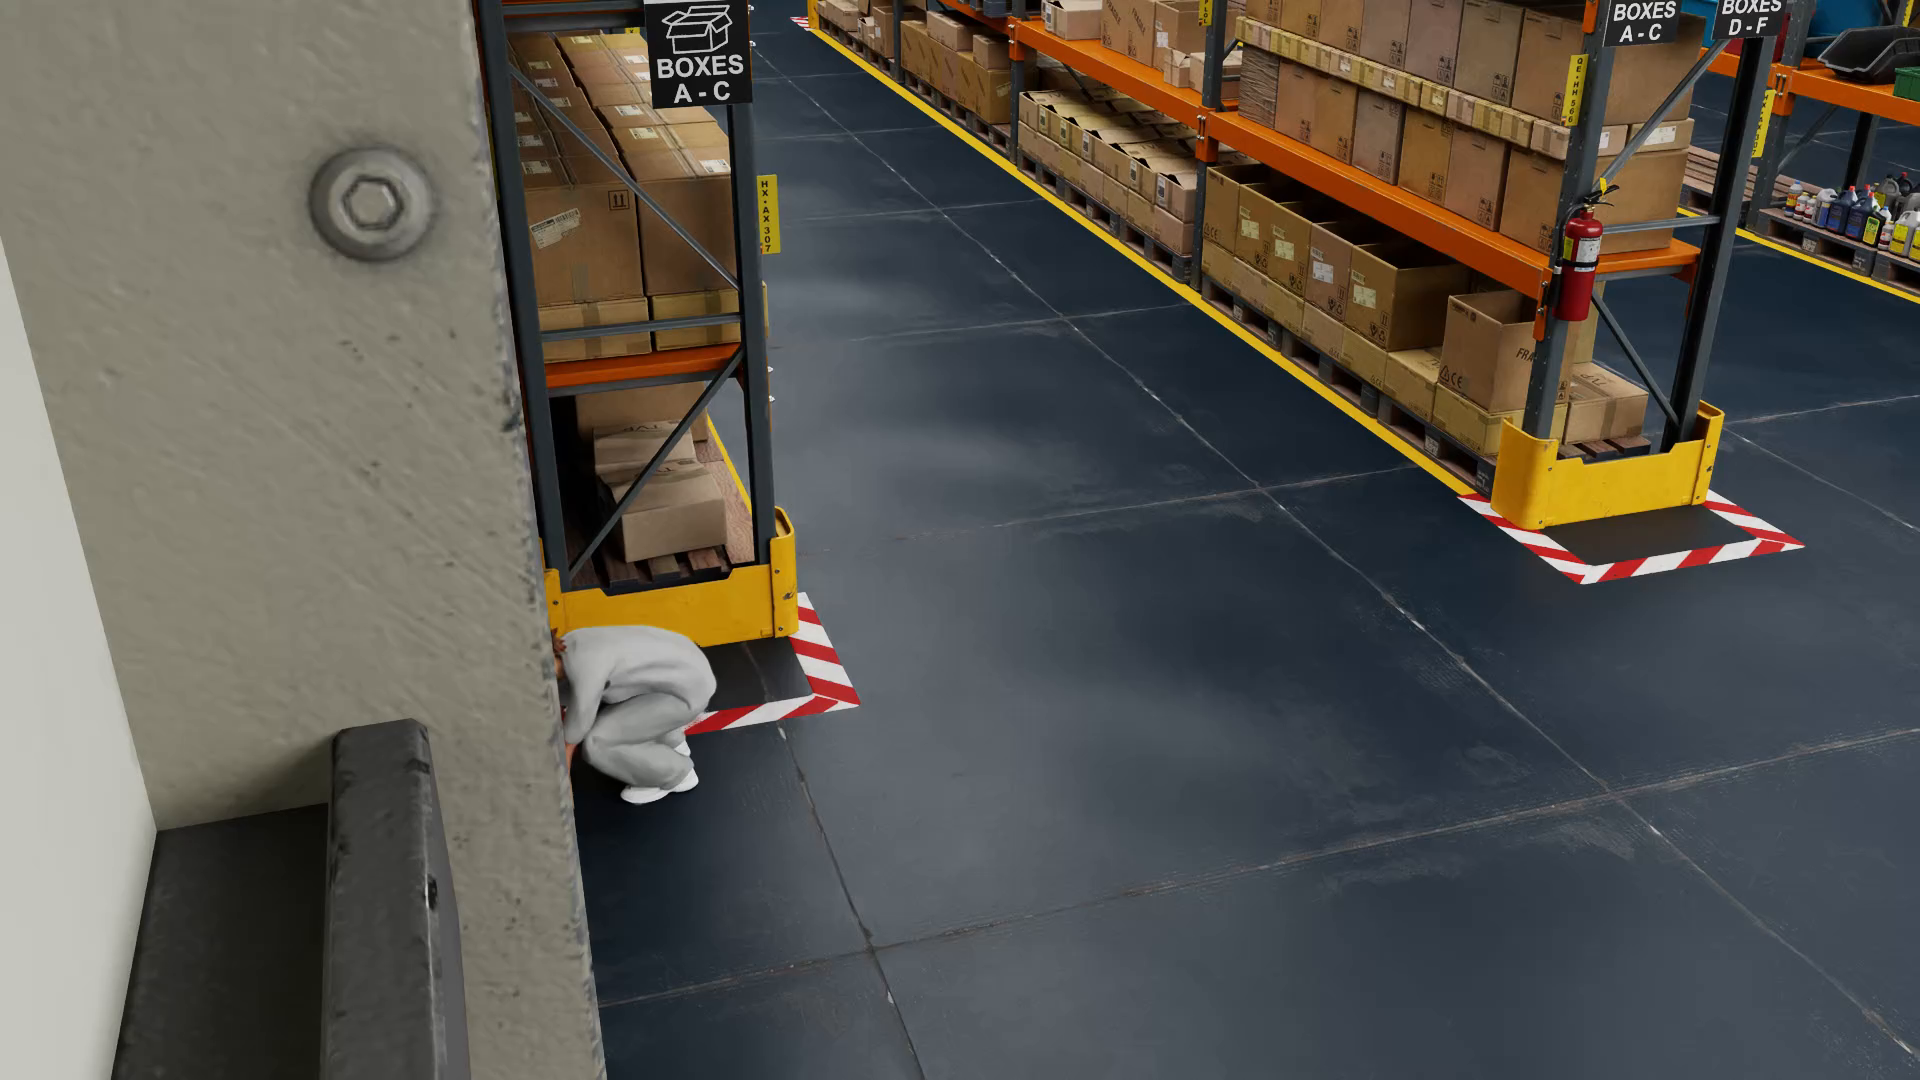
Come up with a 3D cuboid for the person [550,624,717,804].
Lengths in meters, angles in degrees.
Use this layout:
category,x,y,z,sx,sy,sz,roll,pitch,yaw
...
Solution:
category,x,y,z,sx,sy,sz,roll,pitch,yaw
person,-1.356,0.657,6.402,0.841,0.811,0.468,-9,28,-17
